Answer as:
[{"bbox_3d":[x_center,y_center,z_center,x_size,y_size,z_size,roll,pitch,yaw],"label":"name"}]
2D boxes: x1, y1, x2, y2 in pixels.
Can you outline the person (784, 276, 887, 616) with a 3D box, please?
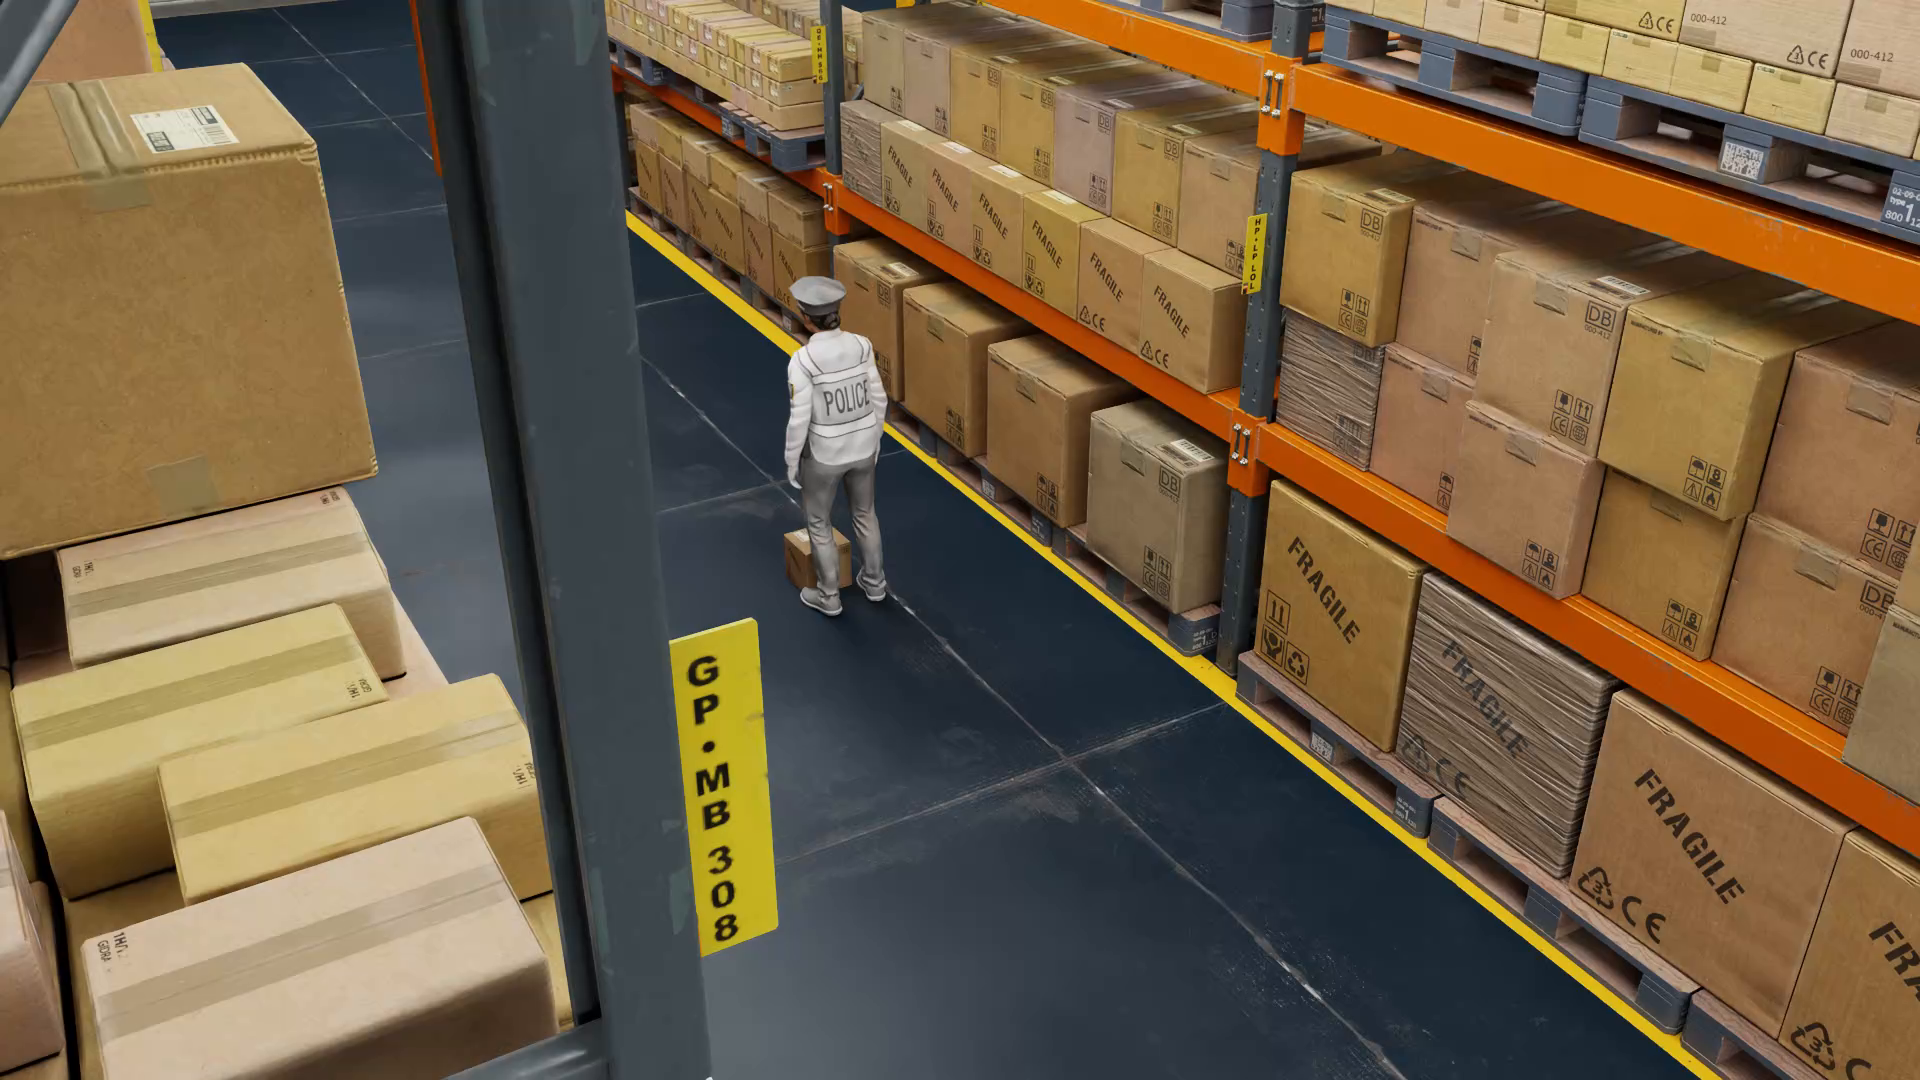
[{"bbox_3d":[-0.589,-0.416,7.868,0.537,1.662,0.373,-18,34,-29],"label":"person"}]
